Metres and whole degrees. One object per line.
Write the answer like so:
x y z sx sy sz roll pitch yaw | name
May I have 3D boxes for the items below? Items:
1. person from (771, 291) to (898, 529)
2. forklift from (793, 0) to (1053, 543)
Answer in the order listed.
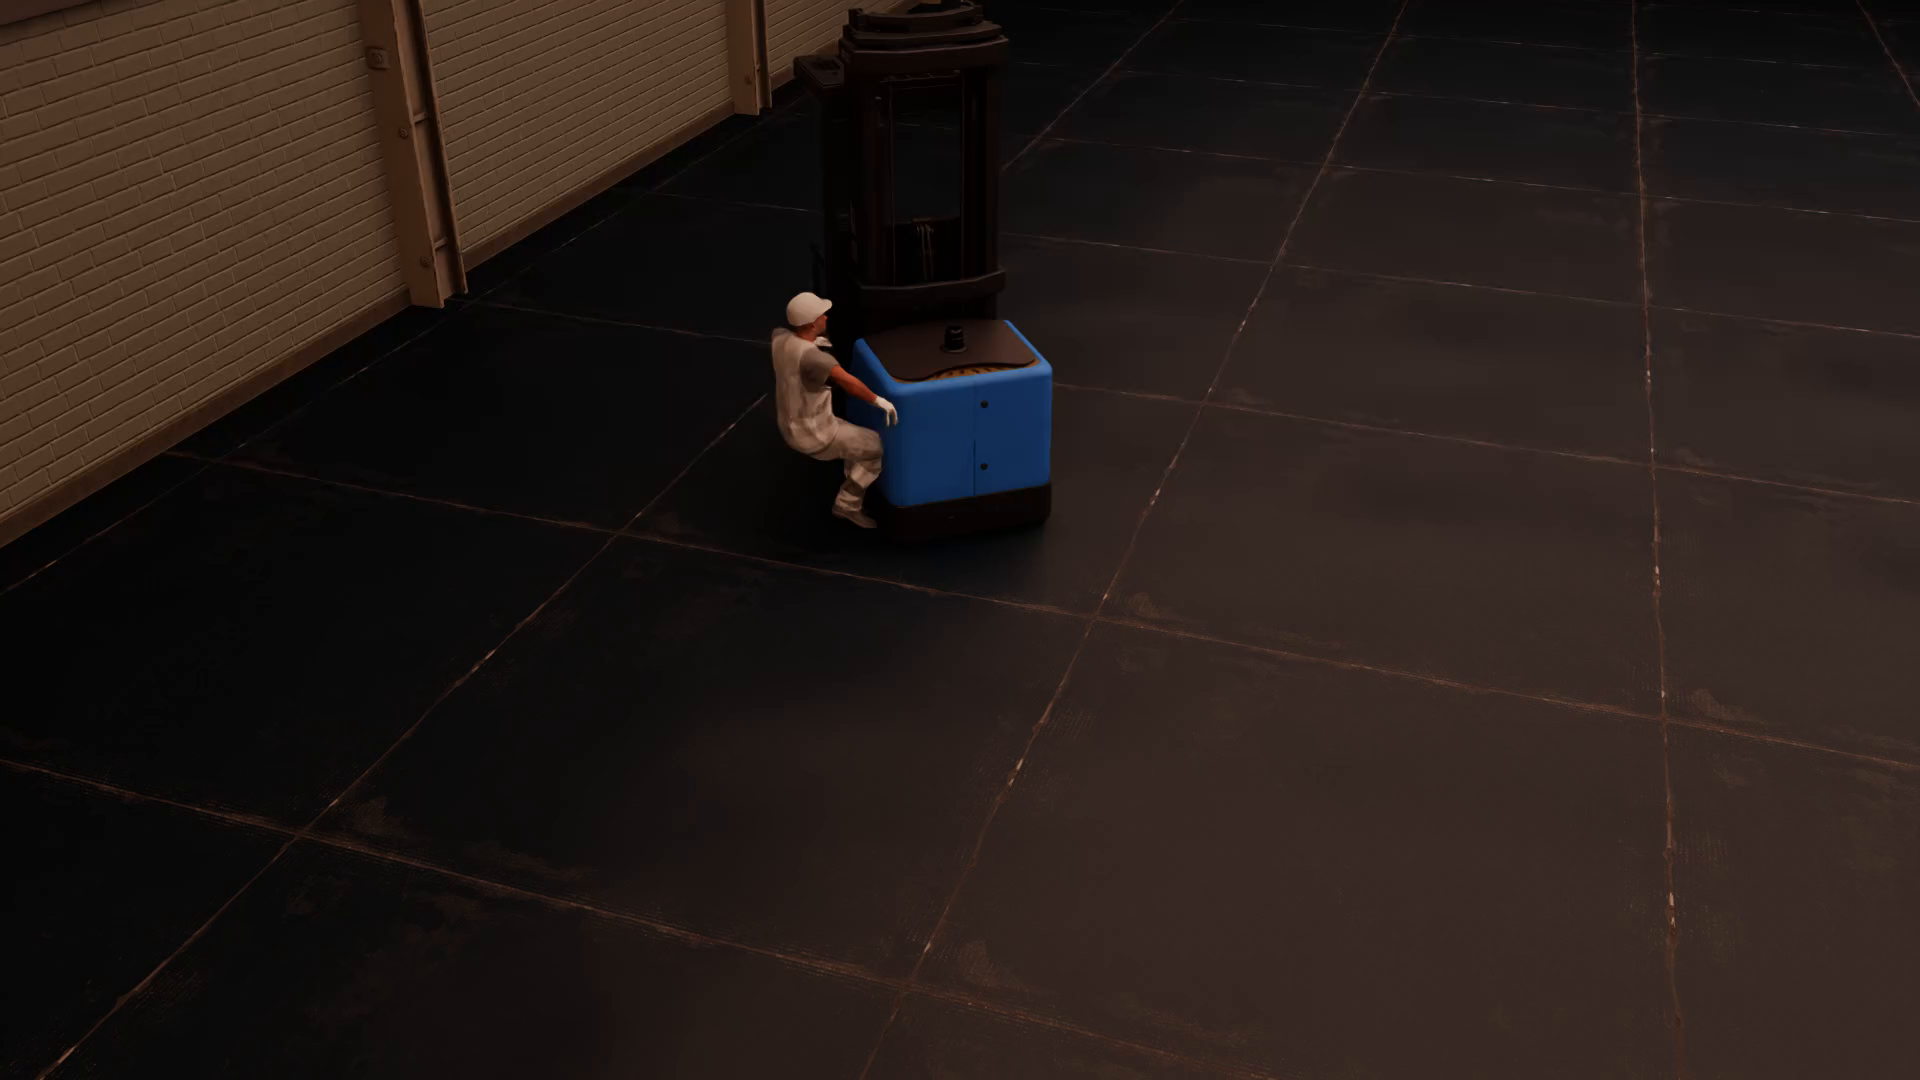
-0.673 -0.748 9.818 0.844 1.590 1.153 -17 34 -27 | person
-0.386 -1.974 10.600 1.130 2.935 3.031 -9 31 -16 | forklift
